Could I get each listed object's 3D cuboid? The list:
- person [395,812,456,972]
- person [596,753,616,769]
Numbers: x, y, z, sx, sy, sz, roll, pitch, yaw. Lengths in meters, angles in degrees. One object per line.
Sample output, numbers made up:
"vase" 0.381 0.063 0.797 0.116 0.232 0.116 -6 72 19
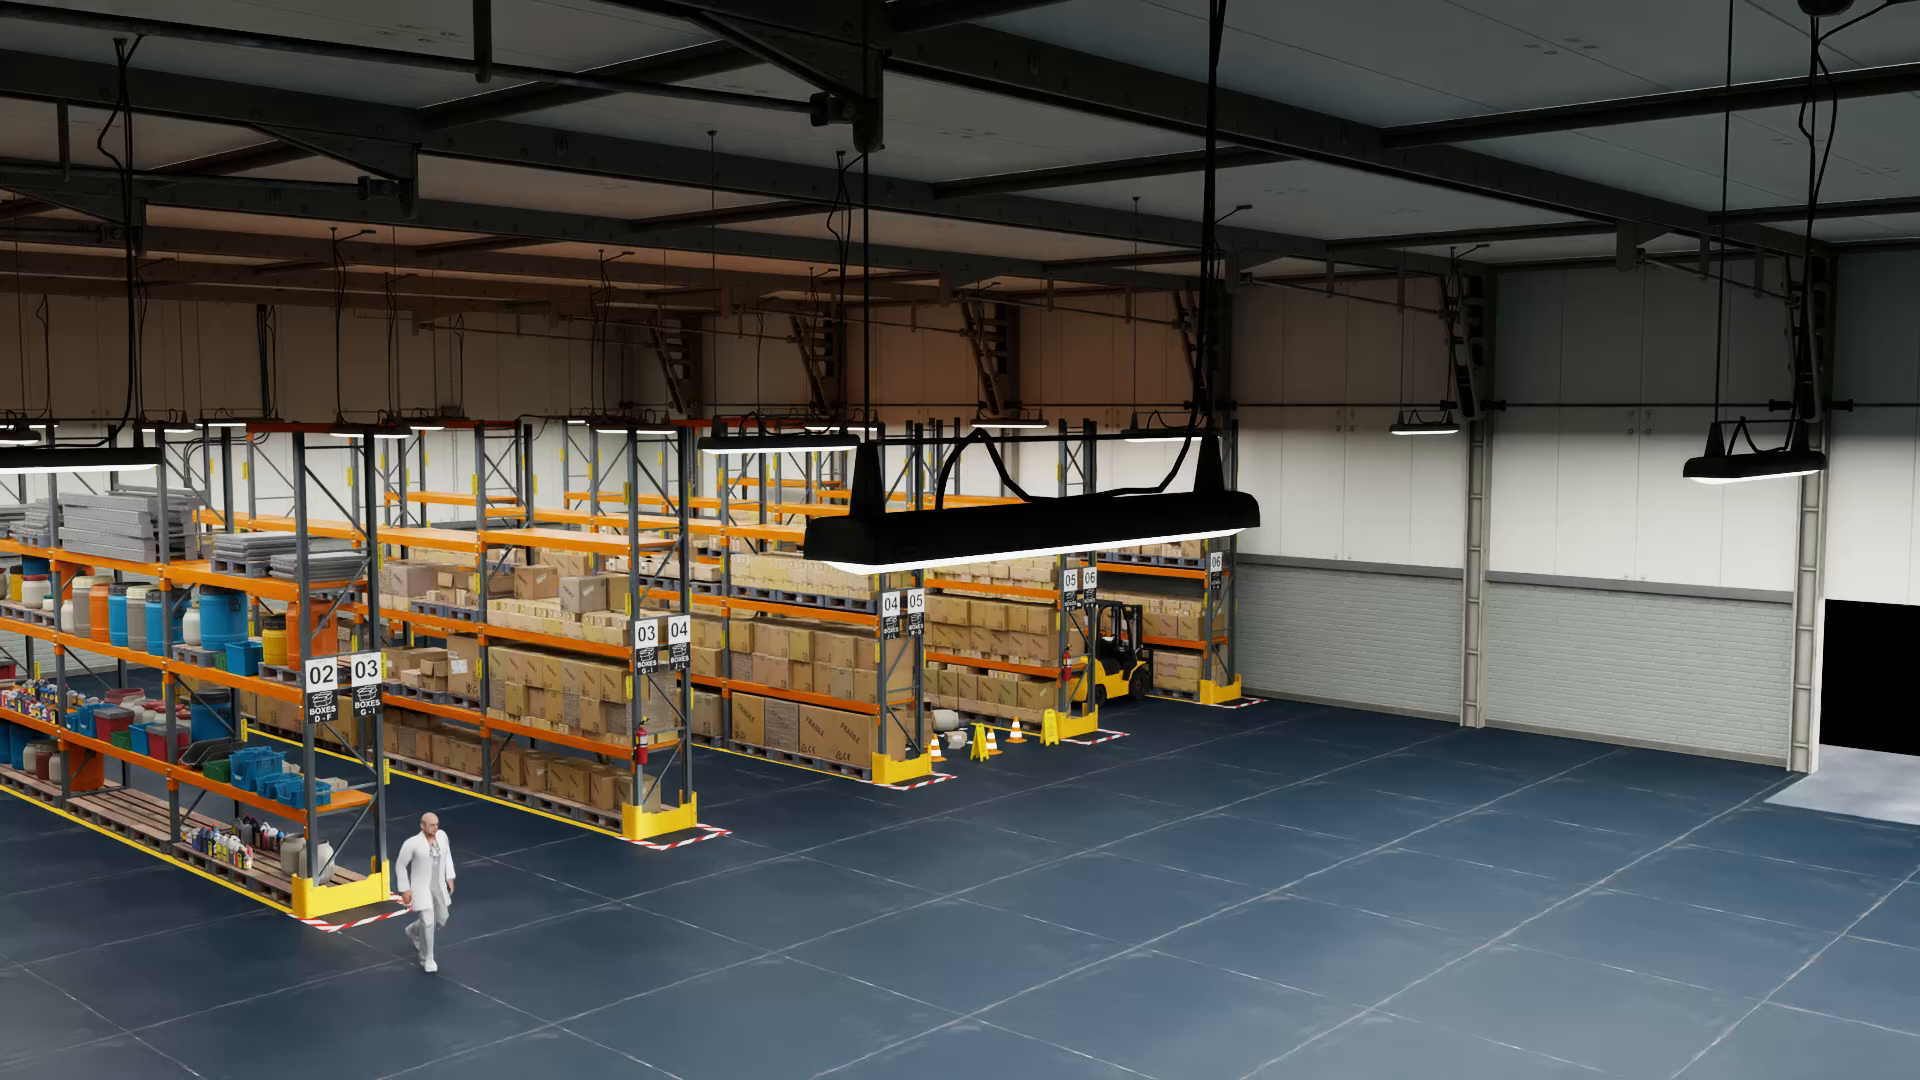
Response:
"person" -6.077 3.926 18.793 0.752 1.763 0.667 3 6 36
"person" -6.083 3.135 28.111 0.589 1.764 0.551 -3 6 -35
